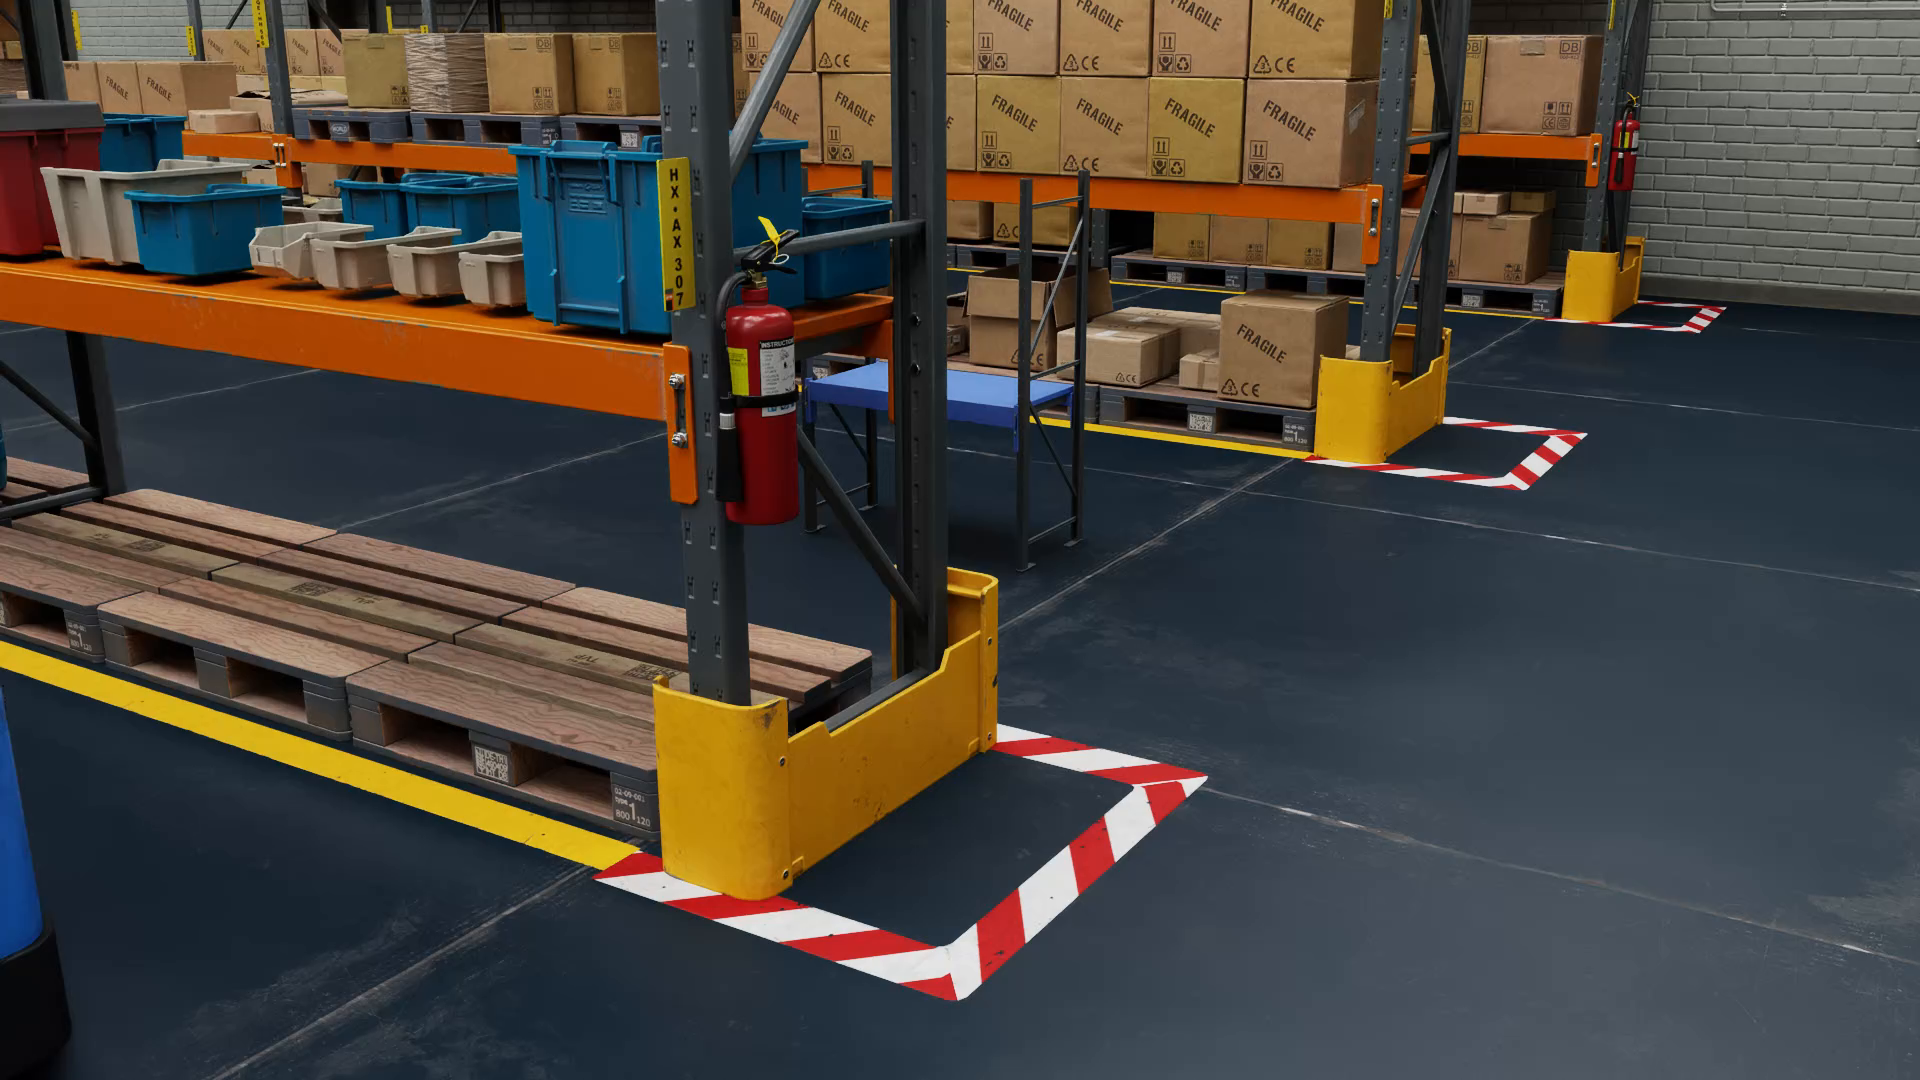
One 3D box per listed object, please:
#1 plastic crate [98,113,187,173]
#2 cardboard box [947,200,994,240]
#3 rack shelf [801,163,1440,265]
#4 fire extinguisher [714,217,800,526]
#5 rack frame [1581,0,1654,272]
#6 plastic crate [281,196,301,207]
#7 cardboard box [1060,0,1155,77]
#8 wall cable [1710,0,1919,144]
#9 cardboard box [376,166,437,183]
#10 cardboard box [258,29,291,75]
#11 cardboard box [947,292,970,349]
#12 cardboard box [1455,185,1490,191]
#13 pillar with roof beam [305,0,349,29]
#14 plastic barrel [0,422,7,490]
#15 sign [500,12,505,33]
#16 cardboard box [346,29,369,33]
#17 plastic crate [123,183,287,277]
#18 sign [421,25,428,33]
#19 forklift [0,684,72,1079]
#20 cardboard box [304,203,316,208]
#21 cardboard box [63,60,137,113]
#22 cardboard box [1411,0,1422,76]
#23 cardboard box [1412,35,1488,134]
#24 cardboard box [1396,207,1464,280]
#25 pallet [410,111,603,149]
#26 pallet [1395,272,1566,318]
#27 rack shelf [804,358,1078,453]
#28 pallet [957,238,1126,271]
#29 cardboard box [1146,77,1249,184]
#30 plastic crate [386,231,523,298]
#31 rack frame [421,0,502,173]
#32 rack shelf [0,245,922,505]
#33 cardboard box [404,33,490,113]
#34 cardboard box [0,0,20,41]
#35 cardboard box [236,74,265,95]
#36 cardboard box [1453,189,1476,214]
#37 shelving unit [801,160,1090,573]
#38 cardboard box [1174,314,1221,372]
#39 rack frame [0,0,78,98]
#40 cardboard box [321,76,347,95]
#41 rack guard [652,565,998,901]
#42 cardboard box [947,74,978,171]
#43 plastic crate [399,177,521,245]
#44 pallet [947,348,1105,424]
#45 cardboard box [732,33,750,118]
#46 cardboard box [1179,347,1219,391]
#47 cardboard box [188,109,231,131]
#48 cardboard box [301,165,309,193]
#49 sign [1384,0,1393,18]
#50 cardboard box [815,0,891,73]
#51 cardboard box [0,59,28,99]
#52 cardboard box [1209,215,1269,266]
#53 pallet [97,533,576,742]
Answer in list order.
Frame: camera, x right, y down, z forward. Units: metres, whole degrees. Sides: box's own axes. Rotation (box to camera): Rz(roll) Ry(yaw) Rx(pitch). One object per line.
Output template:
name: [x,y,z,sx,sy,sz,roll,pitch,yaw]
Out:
plastic crate: [-3.178,-1.371,6.158,0.575,0.384,0.392,10,20,30]
cardboard box: [0.050,-3.164,15.111,0.750,0.750,0.750,11,20,32]
rack shelf: [0.546,-1.914,9.260,4.000,0.370,1.077,10,20,30]
fire extinguisher: [-0.455,-0.377,3.736,0.183,0.674,0.296,10,20,30]
rack frame: [4.839,-3.182,12.195,0.127,3.000,1.000,10,20,30]
plastic crate: [-2.660,-1.130,5.810,0.590,0.125,0.437,10,20,30]
cardboard box: [0.852,-2.634,8.501,0.500,0.500,0.500,11,20,32]
wall cable: [6.425,-3.707,12.177,1.851,1.984,0.084,10,20,30]
cardboard box: [-6.292,-4.169,18.990,0.500,0.500,0.500,8,19,26]
cardboard box: [-7.692,-5.607,19.113,0.500,0.500,0.500,9,19,28]
cardboard box: [0.115,-1.356,10.054,0.500,0.311,0.500,10,20,30]
cardboard box: [3.970,-2.686,13.025,0.250,0.149,0.380,10,20,30]
pillar with roof beam: [-9.999,-7.527,16.179,0.400,9.000,9.100,10,20,30]
plastic barrel: [-4.209,-0.620,6.650,0.708,0.901,0.600,10,20,30]
sign: [-5.099,-5.699,18.490,0.005,0.325,0.100,10,20,30]
cardboard box: [-6.379,-5.373,18.343,0.500,0.500,0.500,10,20,30]
plastic crate: [-2.230,-0.926,4.952,0.300,0.233,0.416,10,20,30]
sign: [-5.664,-5.286,17.631,0.005,0.325,0.100,10,20,30]
forklift: [-3.316,-0.429,3.252,3.031,2.935,1.130,10,19,29]
cardboard box: [-4.860,-2.477,12.919,0.500,0.311,0.500,11,20,32]
cardboard box: [-6.881,-3.626,13.487,0.500,0.500,0.500,12,21,34]
cardboard box: [2.010,-2.613,8.431,0.500,0.500,0.500,11,20,32]
cardboard box: [3.774,-3.508,12.753,0.700,0.700,0.980,10,20,30]
cardboard box: [3.764,-2.344,13.016,0.500,0.500,0.700,10,20,30]
pallet: [-2.907,-2.785,11.218,1.213,0.211,1.003,10,20,30]
pallet: [4.117,-1.950,12.936,1.213,0.211,1.003,10,20,30]
rack shelf: [-0.073,-0.558,6.758,1.000,0.185,0.538,10,20,30]
pallet: [0.734,-2.555,14.928,1.213,0.211,1.003,10,20,30]
cardboard box: [1.282,-2.081,8.399,0.500,0.500,0.500,10,20,31]
plastic crate: [-1.375,-0.757,4.564,0.243,0.136,0.396,10,20,30]
rack frame: [-5.386,-5.007,18.204,0.127,3.000,1.000,10,20,30]
rack shelf: [-2.050,-0.688,5.223,4.000,0.370,1.077,10,20,30]
cardboard box: [-3.292,-3.166,11.247,0.500,0.500,0.700,15,22,40]
cardboard box: [-8.357,-4.514,14.177,0.500,0.500,0.700,10,20,30]
cardboard box: [-8.095,-5.325,19.474,0.500,0.250,0.500,9,19,28]
cardboard box: [3.767,-2.592,12.715,0.250,0.149,0.380,11,20,32]
shelving unit: [-0.073,-0.731,6.706,1.048,1.500,0.538,10,20,30]
cardboard box: [1.509,-1.078,9.243,0.500,0.250,0.500,10,20,30]
rack frame: [-7.976,-3.780,14.163,0.127,3.000,1.000,10,20,30]
cardboard box: [-6.805,-5.092,18.708,0.500,0.250,0.500,10,20,30]
rack guard: [-0.318,0.468,4.479,0.348,0.500,1.175,10,20,30]
cardboard box: [-0.004,-2.312,9.159,0.500,0.500,0.500,10,20,30]
plastic crate: [-1.506,-0.996,5.184,0.300,0.233,0.416,10,20,30]
pallet: [0.470,-0.938,9.607,1.213,0.211,1.003,10,20,30]
cardboard box: [-1.445,-2.939,10.501,0.500,0.500,0.700,4,17,12]
cardboard box: [1.360,-0.915,8.849,0.250,0.166,0.380,10,20,30]
cardboard box: [-5.683,-3.231,12.789,0.250,0.149,0.380,12,21,34]
cardboard box: [-7.766,-4.325,19.828,0.500,0.311,0.500,12,21,35]
sign: [1.942,-2.525,7.497,0.005,0.325,0.100,10,20,30]
cardboard box: [-0.464,-2.869,9.274,0.500,0.500,0.500,9,19,28]
cardboard box: [-8.357,-3.893,14.365,0.500,0.500,0.700,10,19,29]
cardboard box: [2.441,-2.579,13.788,0.500,0.500,0.700,10,20,30]
pallet: [-2.063,0.285,5.579,1.213,0.211,1.003,10,20,30]
